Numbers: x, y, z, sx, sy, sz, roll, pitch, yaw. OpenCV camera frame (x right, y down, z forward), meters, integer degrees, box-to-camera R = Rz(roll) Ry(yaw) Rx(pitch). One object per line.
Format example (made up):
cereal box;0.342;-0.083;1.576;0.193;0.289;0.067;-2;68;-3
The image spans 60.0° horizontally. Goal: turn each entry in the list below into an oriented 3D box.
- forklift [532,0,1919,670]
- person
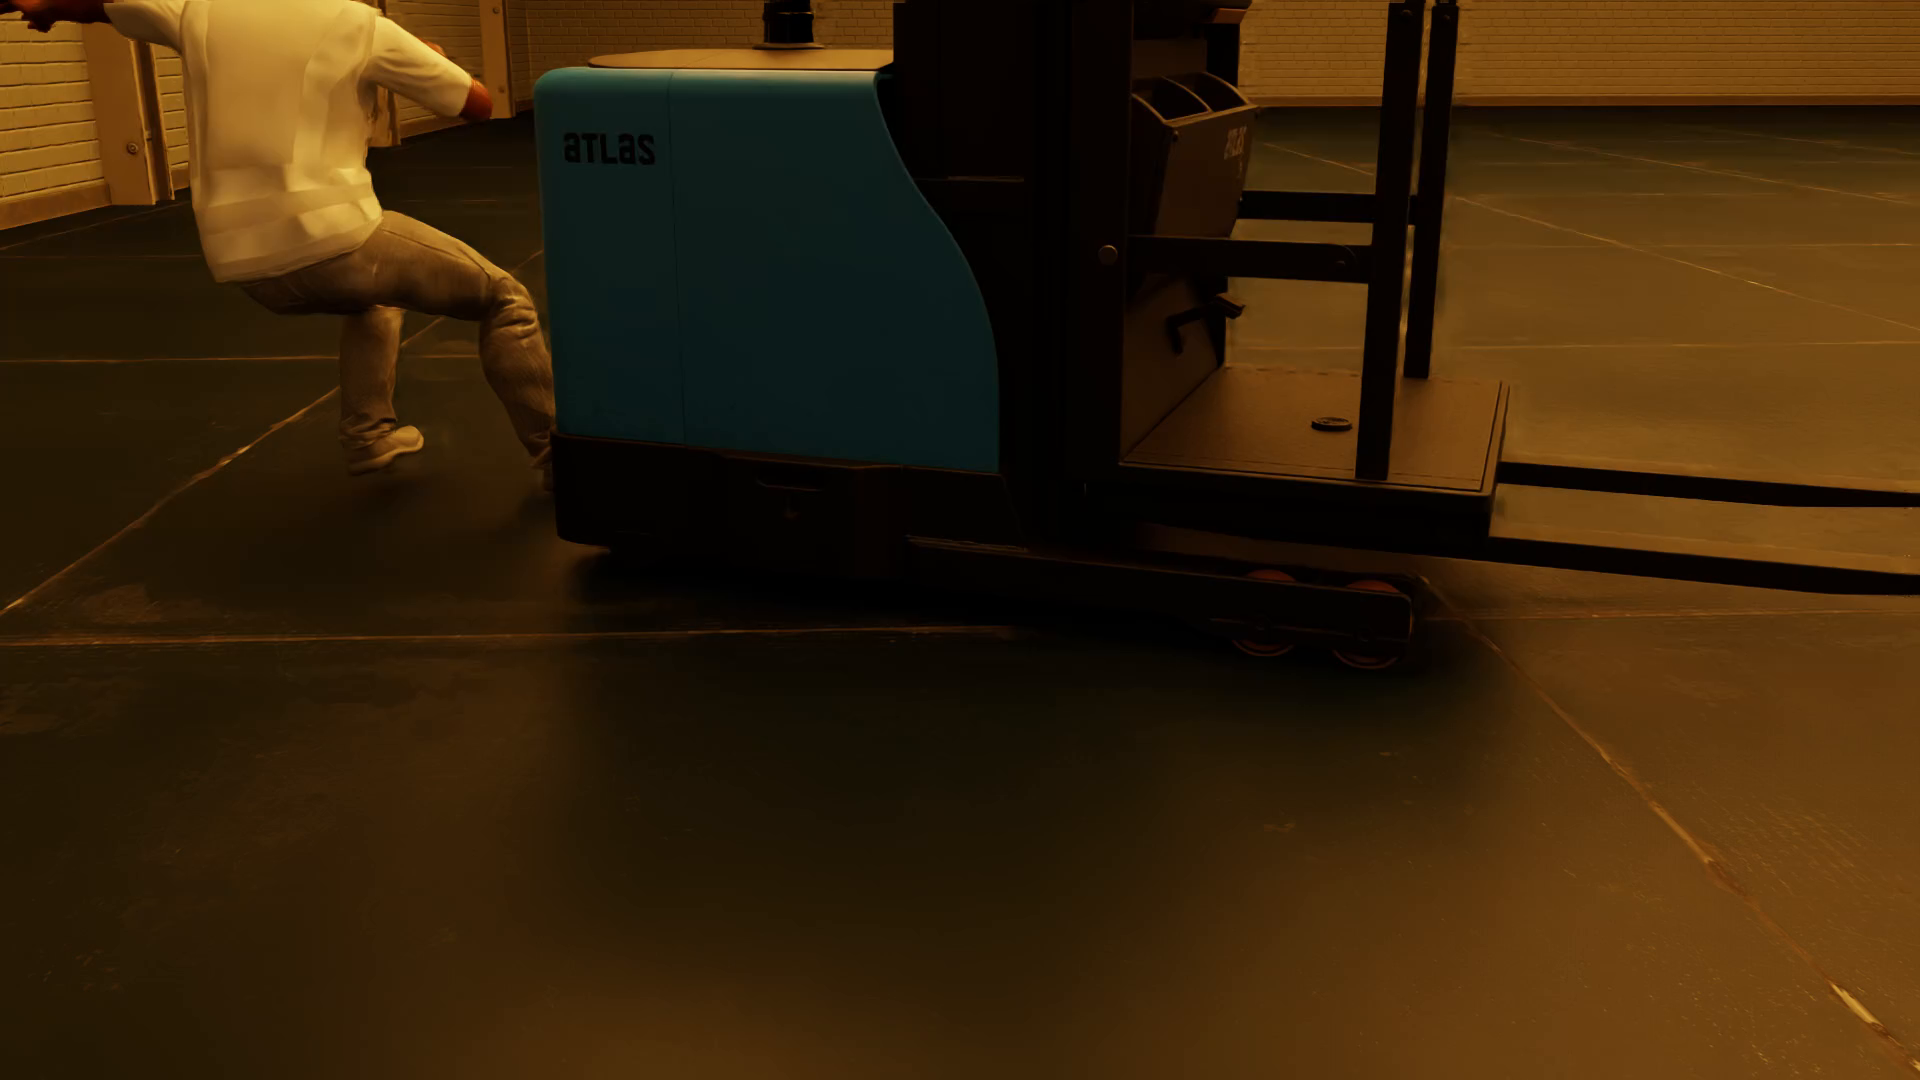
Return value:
forklift;0.670;-1.333;3.265;3.031;2.935;1.130;6;18;18
person;-1.651;-0.832;4.158;1.536;1.456;0.792;3;17;9
